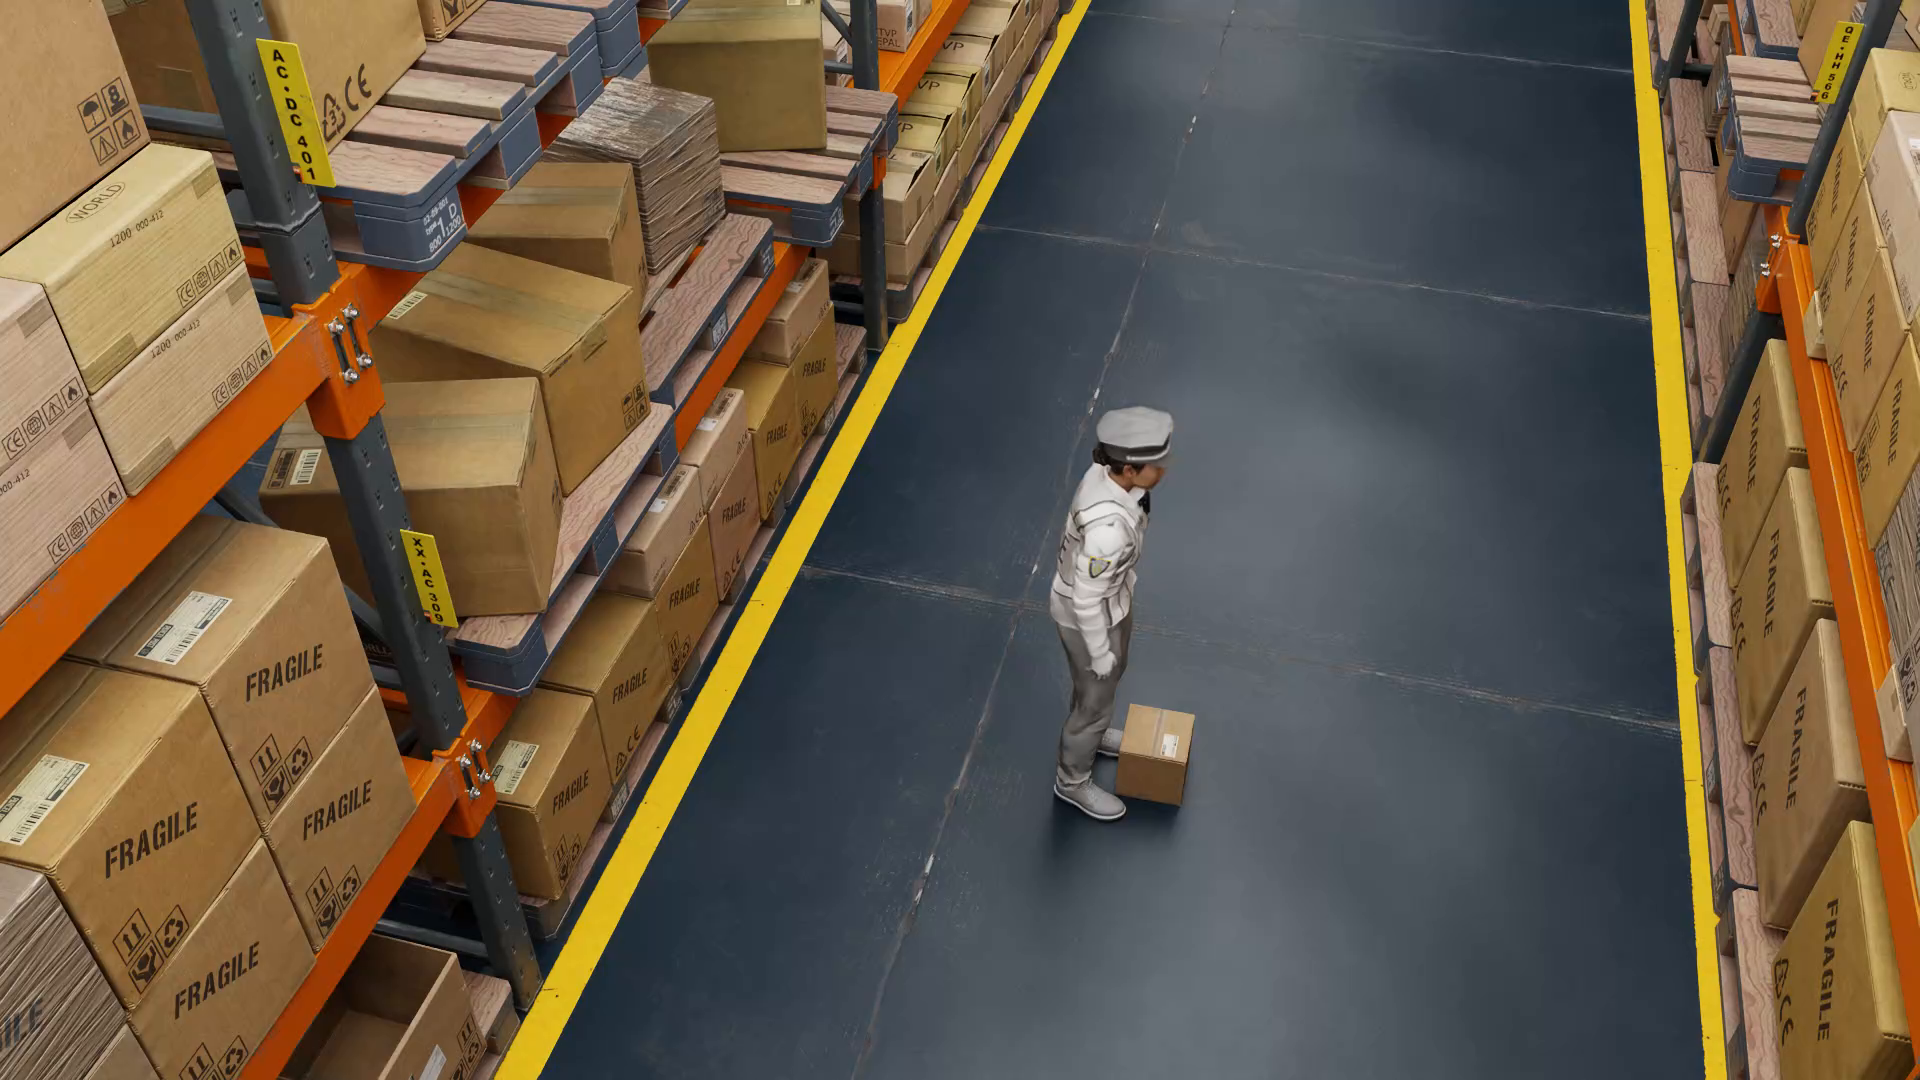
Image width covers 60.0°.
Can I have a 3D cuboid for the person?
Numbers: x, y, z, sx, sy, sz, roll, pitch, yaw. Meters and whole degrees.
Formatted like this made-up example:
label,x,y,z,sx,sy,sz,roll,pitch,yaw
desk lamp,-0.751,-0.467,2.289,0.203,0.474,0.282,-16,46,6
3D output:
label,x,y,z,sx,sy,sz,roll,pitch,yaw
person,0.510,0.247,5.874,0.379,1.663,0.534,10,42,11
